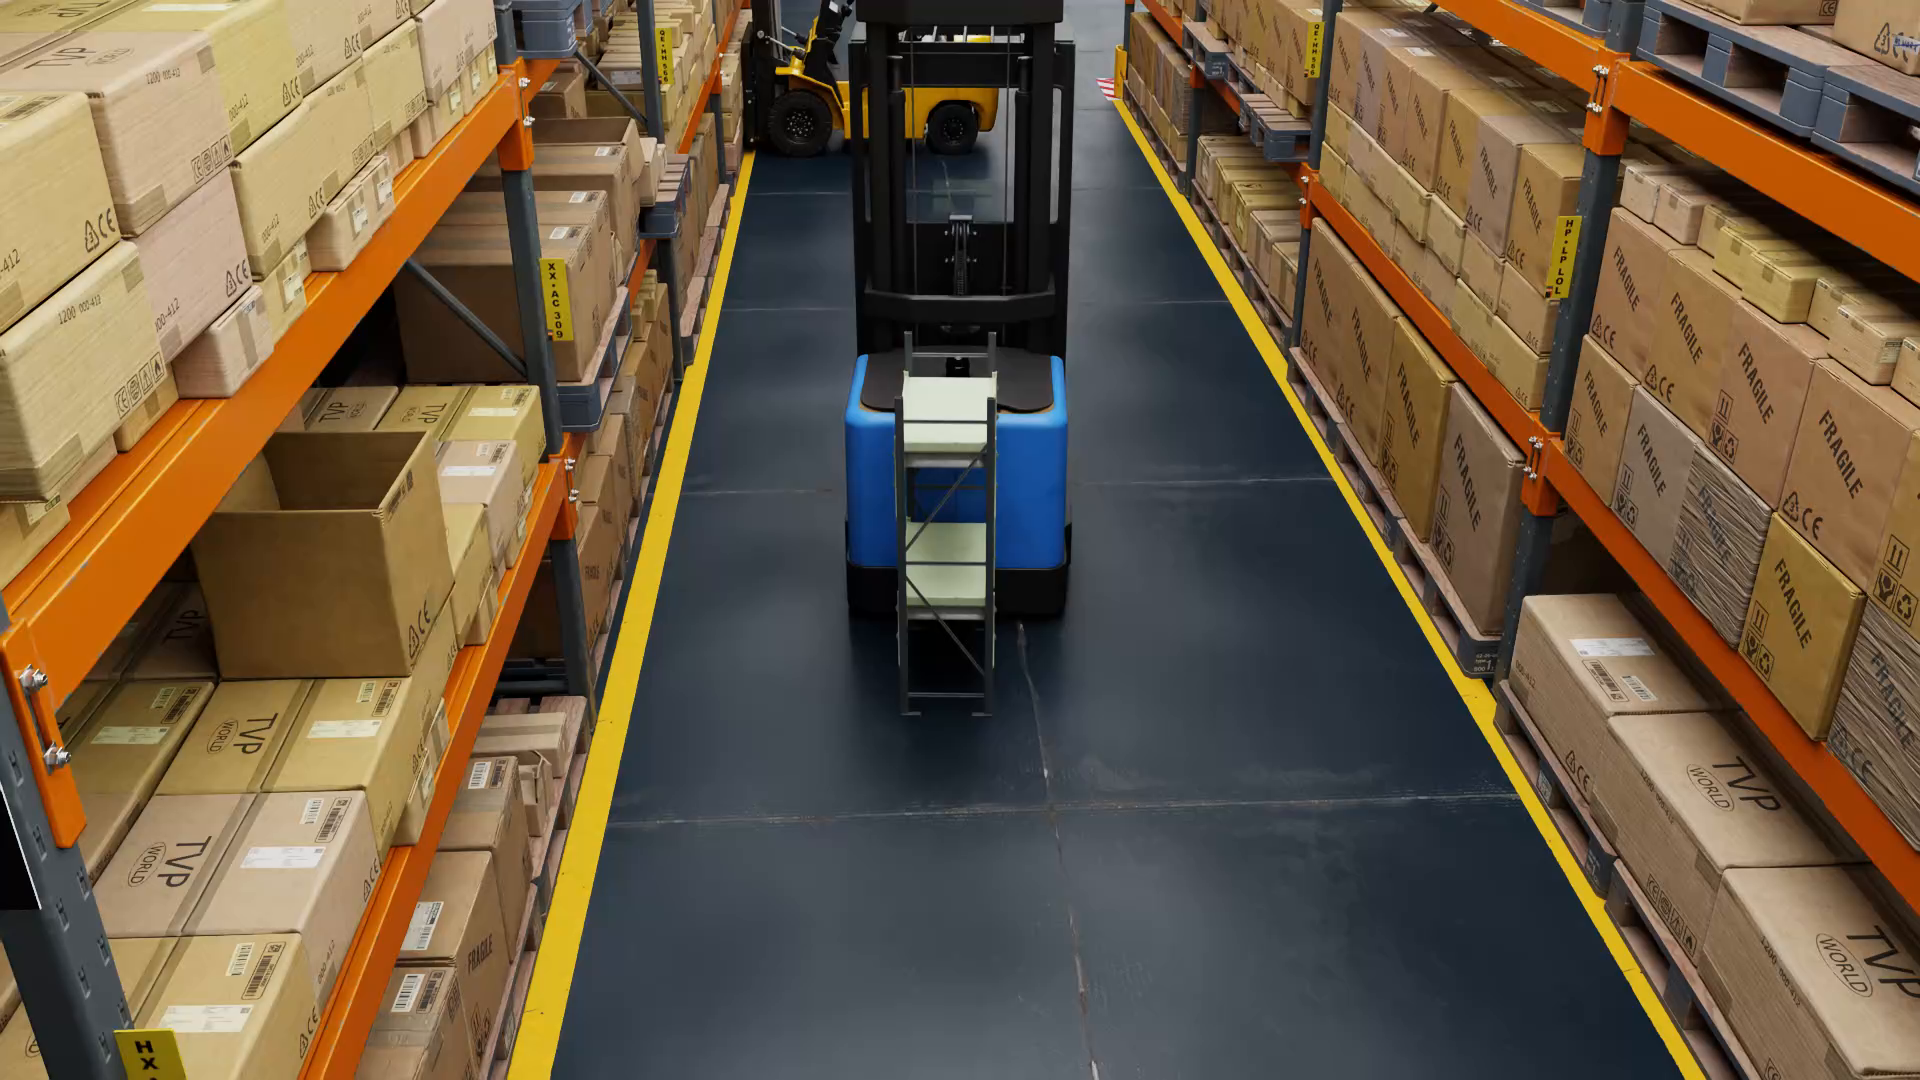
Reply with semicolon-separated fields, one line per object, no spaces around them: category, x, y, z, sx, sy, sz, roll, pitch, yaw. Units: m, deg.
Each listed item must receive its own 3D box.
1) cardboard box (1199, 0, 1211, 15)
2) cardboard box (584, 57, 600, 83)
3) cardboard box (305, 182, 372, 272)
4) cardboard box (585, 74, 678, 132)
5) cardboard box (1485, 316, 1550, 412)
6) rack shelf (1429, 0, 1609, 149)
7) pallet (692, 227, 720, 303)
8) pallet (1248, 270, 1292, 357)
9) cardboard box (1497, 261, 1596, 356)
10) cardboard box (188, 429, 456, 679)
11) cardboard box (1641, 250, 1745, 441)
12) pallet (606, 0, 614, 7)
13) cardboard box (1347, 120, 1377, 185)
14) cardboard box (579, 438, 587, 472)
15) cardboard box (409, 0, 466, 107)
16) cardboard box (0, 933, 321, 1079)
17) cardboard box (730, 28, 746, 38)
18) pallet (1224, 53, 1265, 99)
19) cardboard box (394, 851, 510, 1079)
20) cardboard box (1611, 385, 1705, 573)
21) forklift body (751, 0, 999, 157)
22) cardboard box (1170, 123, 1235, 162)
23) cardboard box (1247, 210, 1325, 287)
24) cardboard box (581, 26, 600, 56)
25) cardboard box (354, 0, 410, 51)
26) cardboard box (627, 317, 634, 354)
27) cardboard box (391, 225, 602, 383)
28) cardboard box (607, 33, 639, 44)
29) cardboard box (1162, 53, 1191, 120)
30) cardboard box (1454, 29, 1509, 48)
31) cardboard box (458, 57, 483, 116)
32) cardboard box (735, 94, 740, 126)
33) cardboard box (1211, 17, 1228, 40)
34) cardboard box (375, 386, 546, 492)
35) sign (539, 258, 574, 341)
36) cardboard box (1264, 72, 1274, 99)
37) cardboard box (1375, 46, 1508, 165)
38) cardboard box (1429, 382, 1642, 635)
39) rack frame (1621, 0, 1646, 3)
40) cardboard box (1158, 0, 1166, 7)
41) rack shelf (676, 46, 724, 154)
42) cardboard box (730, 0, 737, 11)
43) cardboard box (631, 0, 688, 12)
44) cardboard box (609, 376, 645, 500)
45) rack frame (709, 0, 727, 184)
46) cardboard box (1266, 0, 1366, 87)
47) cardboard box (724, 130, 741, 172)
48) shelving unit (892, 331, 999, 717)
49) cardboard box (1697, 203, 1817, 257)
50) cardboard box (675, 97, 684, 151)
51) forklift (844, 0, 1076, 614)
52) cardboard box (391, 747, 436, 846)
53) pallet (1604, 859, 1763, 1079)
cardboard box;2.199;-4.466;13.186;0.500;0.500;0.500;-1;28;-1
cardboard box;-2.616;-2.951;10.785;0.500;0.250;0.500;-1;28;-2
cardboard box;-1.636;-0.746;3.964;0.380;0.149;0.250;-1;28;-3
cardboard box;-2.041;-2.725;10.353;0.500;0.250;0.500;-1;28;-3
cardboard box;2.604;-0.767;7.140;0.500;0.250;0.500;-2;28;-4
rack shelf;2.775;-2.568;7.963;1.077;0.370;4.000;-1;28;-3
pallet;-2.351;-2.065;12.482;1.003;0.211;1.213;-1;28;-3
pallet;2.631;-1.605;11.598;1.003;0.211;1.213;-1;28;-3
cardboard box;2.613;-0.986;7.018;0.500;0.250;0.500;-1;28;-3
cardboard box;-1.702;0.029;4.480;0.500;0.500;0.500;-1;28;-1
cardboard box;2.682;-0.661;5.585;0.500;0.500;0.500;-2;28;-3
pallet;-2.099;-2.540;7.335;1.213;0.211;1.003;-1;28;-3
cardboard box;2.476;-2.157;9.263;0.500;0.250;0.500;-1;28;-1
cardboard box;-1.975;-0.419;7.858;0.380;0.149;0.250;-2;28;-4
cardboard box;-1.765;-1.450;4.884;0.500;0.250;0.500;-2;28;-4
cardboard box;-1.623;1.054;3.325;0.500;0.250;0.500;-1;28;-2
cardboard box;-2.300;-4.790;16.128;0.500;0.250;0.500;-1;28;-2
pallet;2.526;-3.308;12.057;1.003;0.211;1.213;-1;28;-3
cardboard box;-1.740;1.331;5.203;0.500;0.500;0.500;-1;28;-2
cardboard box;2.664;-0.222;5.823;0.500;0.500;0.500;-1;28;-2
forklift body;-0.783;-4.845;15.714;2.313;2.155;1.214;-1;28;-3
cardboard box;2.162;-3.561;14.853;0.500;0.250;0.500;0;28;0
cardboard box;2.604;-2.103;11.926;0.950;0.372;0.625;-2;28;-4
cardboard box;-2.602;-3.309;11.042;0.380;0.149;0.250;-2;28;-3
cardboard box;-1.758;-1.433;4.310;0.500;0.250;0.500;-1;28;-2
cardboard box;-2.025;-1.131;9.223;0.380;0.149;0.250;-1;28;-1
cardboard box;-1.880;-0.971;6.805;0.700;0.500;0.500;-1;28;-1
cardboard box;-2.090;-3.207;10.845;0.380;0.149;0.250;-1;28;-2
cardboard box;2.134;-4.129;15.130;0.500;0.500;0.500;-1;28;-2
cardboard box;2.993;-2.499;9.108;0.500;0.500;0.500;-1;28;-2
cardboard box;-1.754;-1.458;5.330;0.380;0.149;0.250;-1;28;-3
cardboard box;-2.241;-3.858;14.882;0.500;0.250;0.500;-2;28;-3
cardboard box;2.179;-4.024;13.039;0.380;0.149;0.250;-1;28;-2
cardboard box;-1.808;-0.347;6.013;0.500;0.250;0.500;-1;28;-1
sign;-1.536;-0.912;6.319;0.100;0.325;0.005;-1;28;-3
cardboard box;2.269;-3.054;11.180;0.380;0.149;0.250;-3;28;-5
cardboard box;2.499;-2.266;8.662;0.500;0.500;0.500;-1;28;-1
cardboard box;2.767;-0.161;7.659;0.875;0.875;0.875;-1;28;-1
rack frame;2.879;-3.293;5.333;1.000;3.000;0.127;-1;28;-3
cardboard box;2.051;-5.063;15.485;0.380;0.149;0.250;-1;28;-2
rack shelf;-2.391;-2.963;11.966;1.077;0.370;4.000;-1;28;-3
cardboard box;-2.334;-5.168;15.307;0.500;0.500;0.500;-1;28;-2
cardboard box;-2.160;-3.796;11.975;0.380;0.149;0.250;-1;28;-2
cardboard box;-1.958;-0.534;8.779;0.500;0.500;0.500;-2;28;-4
rack frame;-2.495;-4.206;13.570;1.000;3.000;0.127;-1;28;-3
cardboard box;2.331;-3.284;10.920;0.500;0.500;0.500;-2;28;-3
cardboard box;-2.190;-3.404;14.553;0.500;0.250;0.500;-1;28;-2
shelving unit;-0.051;-0.068;7.258;0.431;1.500;0.755;1;28;1
cardboard box;2.721;-1.021;5.573;0.380;0.149;0.250;-2;28;-3
cardboard box;-2.087;-2.735;10.913;0.500;0.250;0.500;-2;28;-4
forklift;8.940;-1.057;7.386;19.036;3.140;5.327;1;28;1
cardboard box;-1.630;0.693;4.450;0.380;0.149;0.250;-2;28;-4
pallet;2.907;1.521;5.605;1.003;0.211;1.213;-1;28;-3
